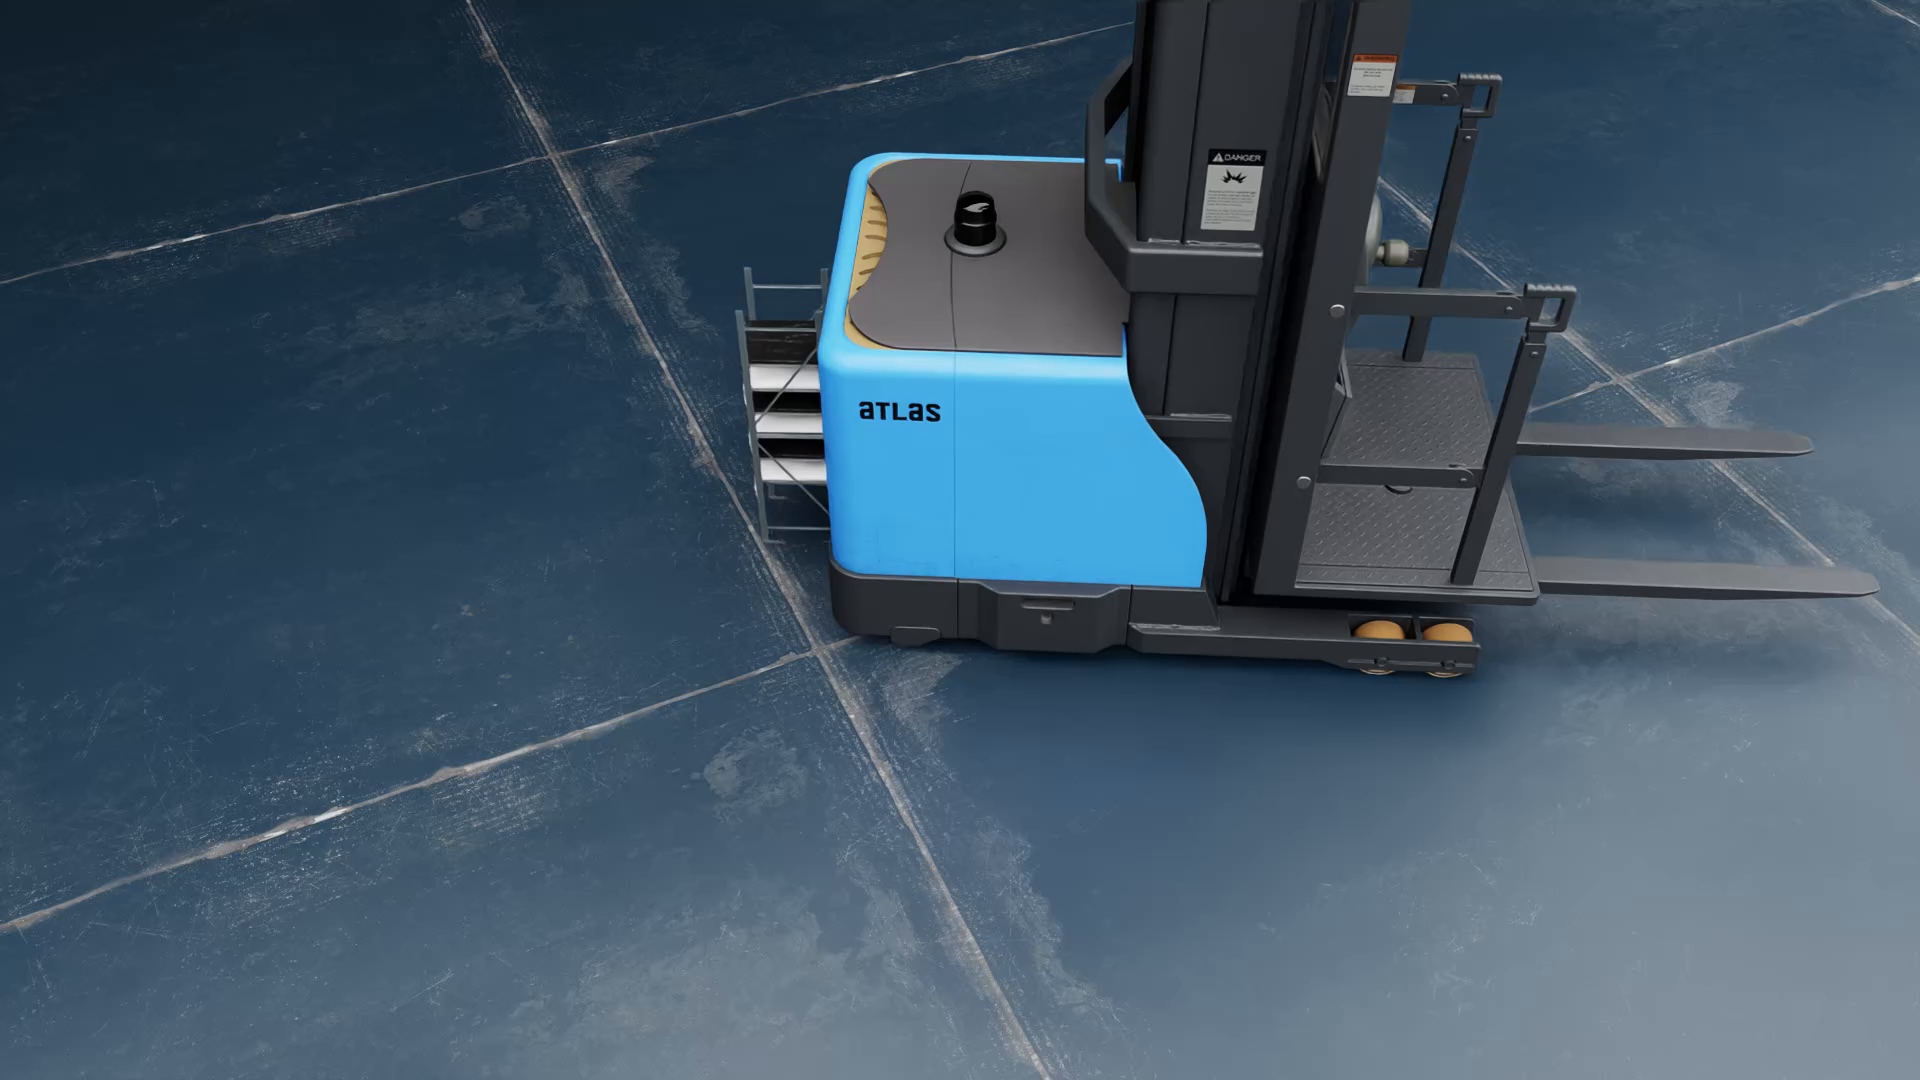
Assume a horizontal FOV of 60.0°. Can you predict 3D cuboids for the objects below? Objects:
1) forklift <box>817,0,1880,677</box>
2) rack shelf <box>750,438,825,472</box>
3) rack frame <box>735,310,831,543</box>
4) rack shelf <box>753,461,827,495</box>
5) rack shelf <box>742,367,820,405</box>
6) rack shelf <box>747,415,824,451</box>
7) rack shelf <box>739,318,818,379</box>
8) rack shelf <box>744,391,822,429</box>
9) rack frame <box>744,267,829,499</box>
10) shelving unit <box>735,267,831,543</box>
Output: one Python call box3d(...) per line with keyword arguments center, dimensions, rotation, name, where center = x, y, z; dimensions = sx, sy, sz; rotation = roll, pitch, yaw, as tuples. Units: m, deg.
box3d(center=(1.156, -1.030, 4.207), dimensions=(3.031, 2.935, 1.130), rotation=(2, 45, 2), name="forklift")
box3d(center=(-0.501, -0.297, 5.086), dimensions=(0.258, 0.077, 0.200), rotation=(1, 45, 1), name="rack shelf")
box3d(center=(-0.503, -0.313, 4.927), dimensions=(0.240, 0.900, 0.006), rotation=(1, 45, 1), name="rack frame")
box3d(center=(-0.501, -0.233, 5.149), dimensions=(0.258, 0.077, 0.200), rotation=(1, 45, 1), name="rack shelf")
box3d(center=(-0.501, -0.489, 4.896), dimensions=(0.258, 0.077, 0.200), rotation=(1, 45, 1), name="rack shelf")
box3d(center=(-0.501, -0.361, 5.023), dimensions=(0.258, 0.077, 0.200), rotation=(1, 45, 1), name="rack shelf")
box3d(center=(-0.501, -0.553, 4.833), dimensions=(0.258, 0.077, 0.200), rotation=(1, 45, 1), name="rack shelf")
box3d(center=(-0.501, -0.425, 4.959), dimensions=(0.258, 0.077, 0.200), rotation=(1, 45, 1), name="rack shelf")
box3d(center=(-0.499, -0.456, 5.071), dimensions=(0.240, 0.900, 0.006), rotation=(1, 45, 1), name="rack frame")
box3d(center=(-0.501, -0.385, 4.999), dimensions=(0.258, 0.900, 0.210), rotation=(1, 45, 1), name="shelving unit")
